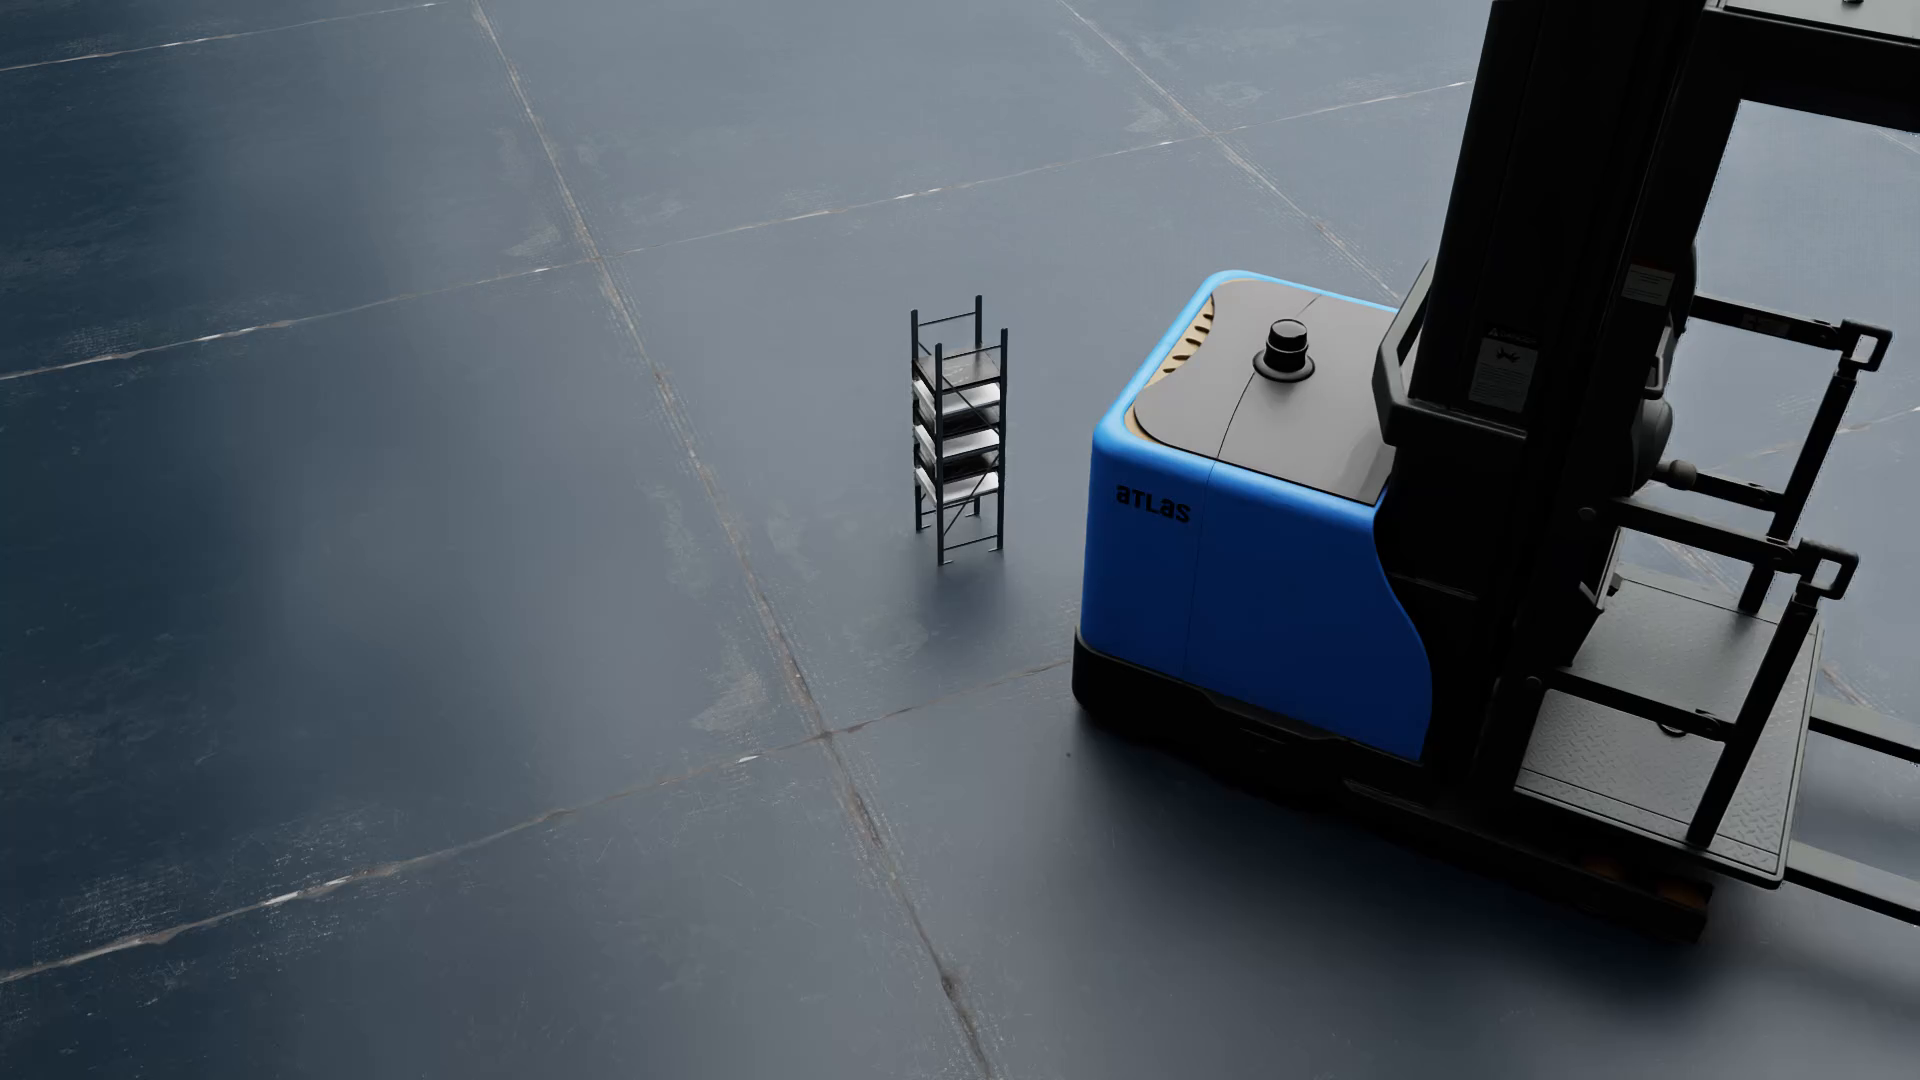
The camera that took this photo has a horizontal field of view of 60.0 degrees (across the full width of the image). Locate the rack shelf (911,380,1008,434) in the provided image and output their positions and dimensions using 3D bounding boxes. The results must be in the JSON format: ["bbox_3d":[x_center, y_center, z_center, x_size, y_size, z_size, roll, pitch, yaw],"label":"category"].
[{"bbox_3d":[-0.003,-0.457,5.367,0.258,0.077,0.200,-15,43,-17],"label":"rack shelf"}]

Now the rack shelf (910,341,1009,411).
[{"bbox_3d":[-0.003,-0.526,5.308,0.258,0.077,0.200,-15,43,-17],"label":"rack shelf"}]

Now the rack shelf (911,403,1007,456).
[{"bbox_3d":[-0.003,-0.389,5.425,0.258,0.077,0.200,-15,43,-17],"label":"rack shelf"}]

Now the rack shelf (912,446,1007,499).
[{"bbox_3d":[-0.003,-0.253,5.543,0.258,0.077,0.200,-15,43,-17],"label":"rack shelf"}]

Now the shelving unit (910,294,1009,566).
[{"bbox_3d":[-0.003,-0.346,5.462,0.258,0.900,0.210,-15,43,-17],"label":"shelving unit"}]

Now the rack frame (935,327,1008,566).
[{"bbox_3d":[0.036,-0.285,5.391,0.240,0.900,0.006,-15,43,-17],"label":"rack frame"}]

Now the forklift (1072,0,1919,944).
[{"bbox_3d":[1.894,-0.429,4.001,3.031,2.935,1.130,18,44,20],"label":"forklift"}]

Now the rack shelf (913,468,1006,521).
[{"bbox_3d":[-0.003,-0.184,5.601,0.258,0.077,0.200,-15,43,-17],"label":"rack shelf"}]

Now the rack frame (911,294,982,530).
[{"bbox_3d":[-0.042,-0.407,5.534,0.240,0.900,0.006,-15,43,-17],"label":"rack frame"}]

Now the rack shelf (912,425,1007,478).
[{"bbox_3d":[-0.003,-0.321,5.484,0.258,0.077,0.200,-15,43,-17],"label":"rack shelf"}]
